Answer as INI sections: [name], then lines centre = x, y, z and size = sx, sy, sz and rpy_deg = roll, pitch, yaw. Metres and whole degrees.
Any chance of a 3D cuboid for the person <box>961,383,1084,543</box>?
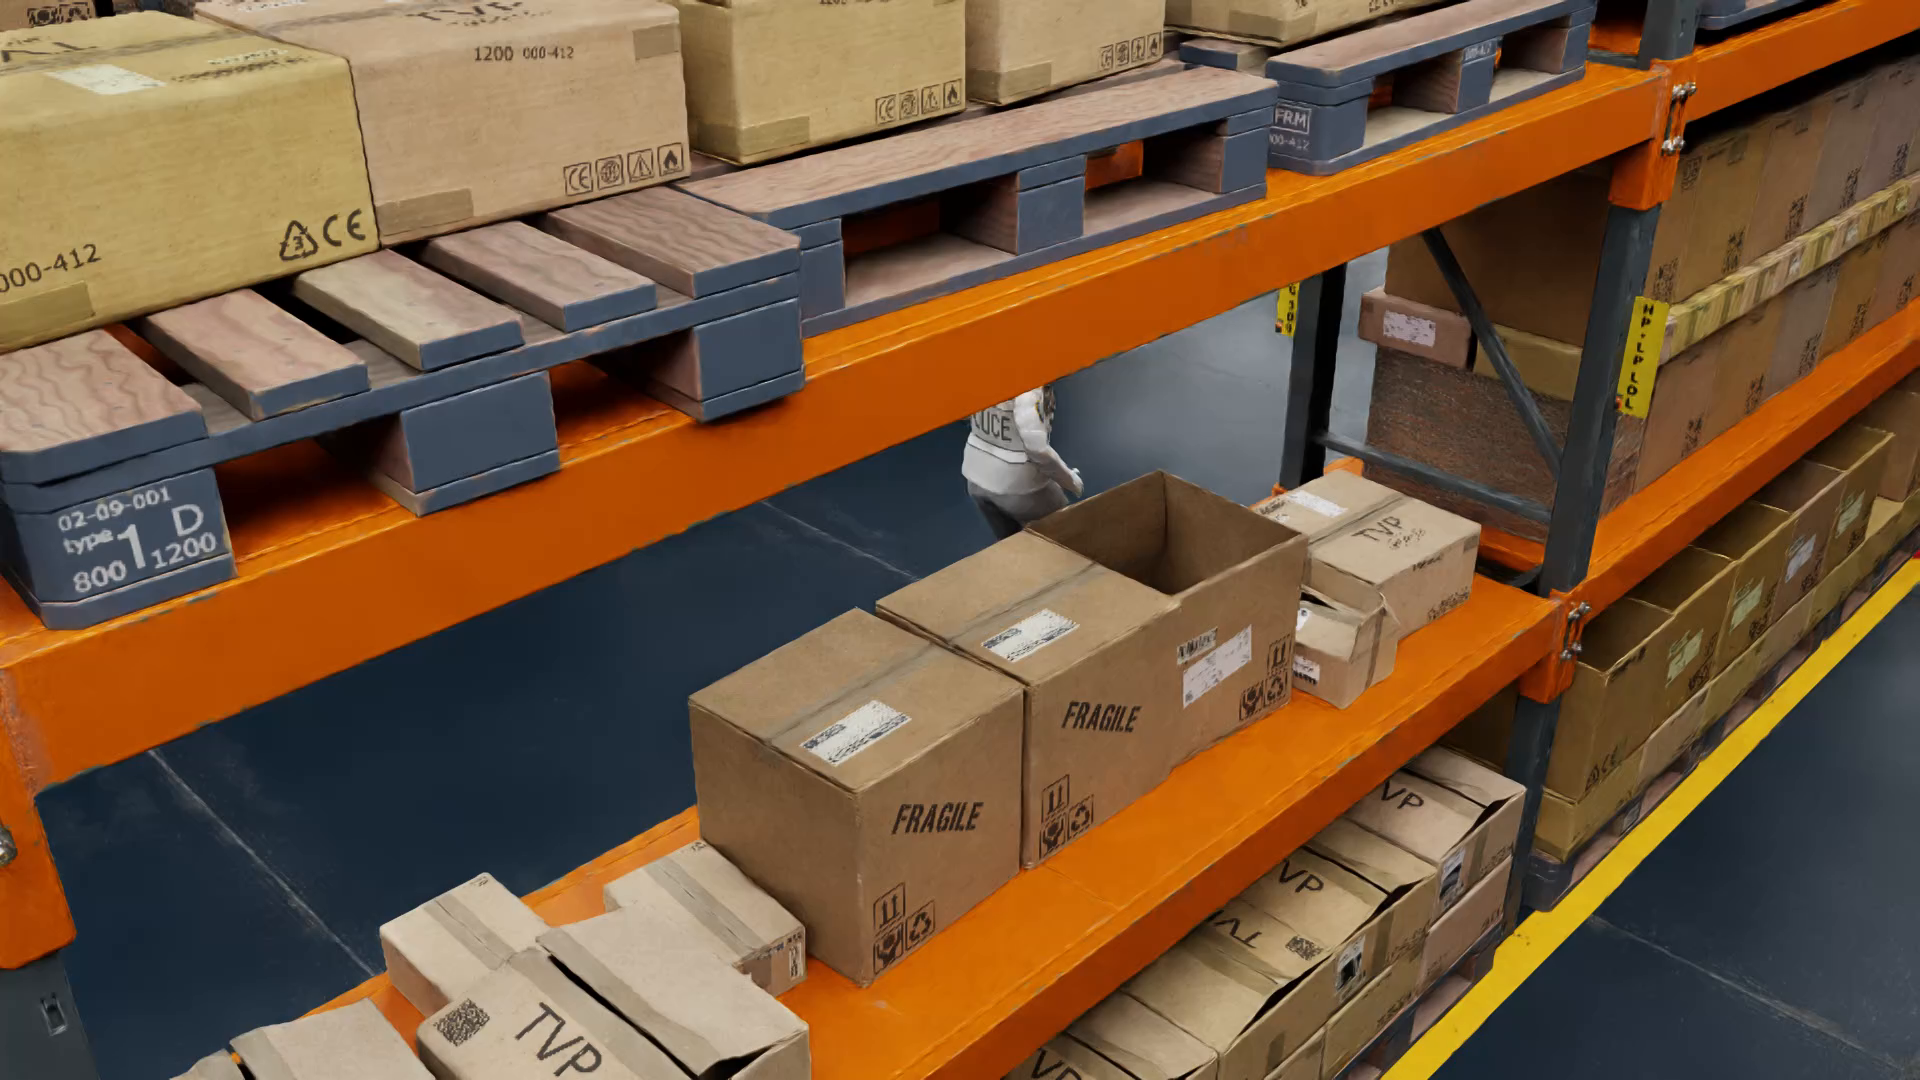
[person]
centre = 0.223, -0.262, 6.620
size = 0.467, 1.671, 0.675
rpy_deg = -25, 37, -39
